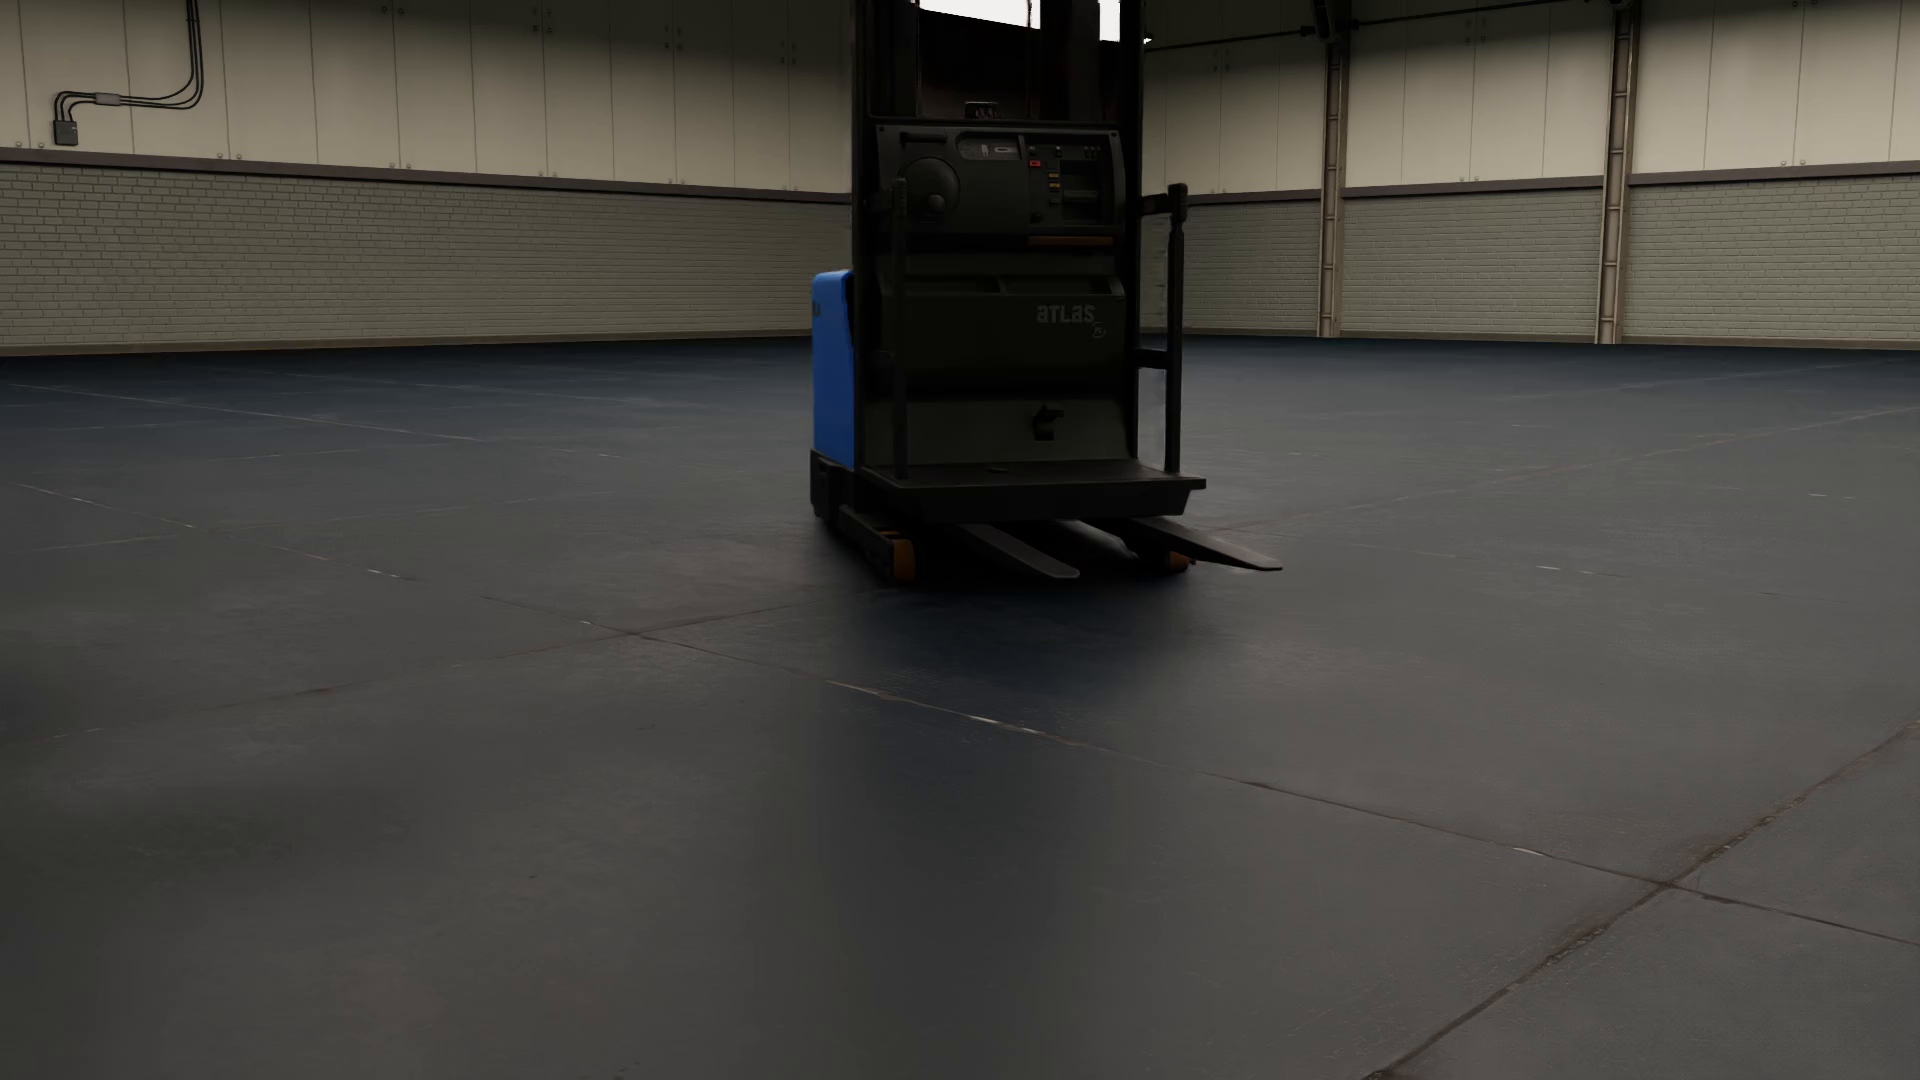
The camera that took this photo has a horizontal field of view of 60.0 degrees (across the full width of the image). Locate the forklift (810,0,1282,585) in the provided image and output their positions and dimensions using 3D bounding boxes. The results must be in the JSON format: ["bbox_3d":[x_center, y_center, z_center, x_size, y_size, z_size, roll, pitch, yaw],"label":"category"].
[{"bbox_3d":[0.207,-1.356,5.876,1.130,2.935,3.031,-2,9,-14],"label":"forklift"}]
